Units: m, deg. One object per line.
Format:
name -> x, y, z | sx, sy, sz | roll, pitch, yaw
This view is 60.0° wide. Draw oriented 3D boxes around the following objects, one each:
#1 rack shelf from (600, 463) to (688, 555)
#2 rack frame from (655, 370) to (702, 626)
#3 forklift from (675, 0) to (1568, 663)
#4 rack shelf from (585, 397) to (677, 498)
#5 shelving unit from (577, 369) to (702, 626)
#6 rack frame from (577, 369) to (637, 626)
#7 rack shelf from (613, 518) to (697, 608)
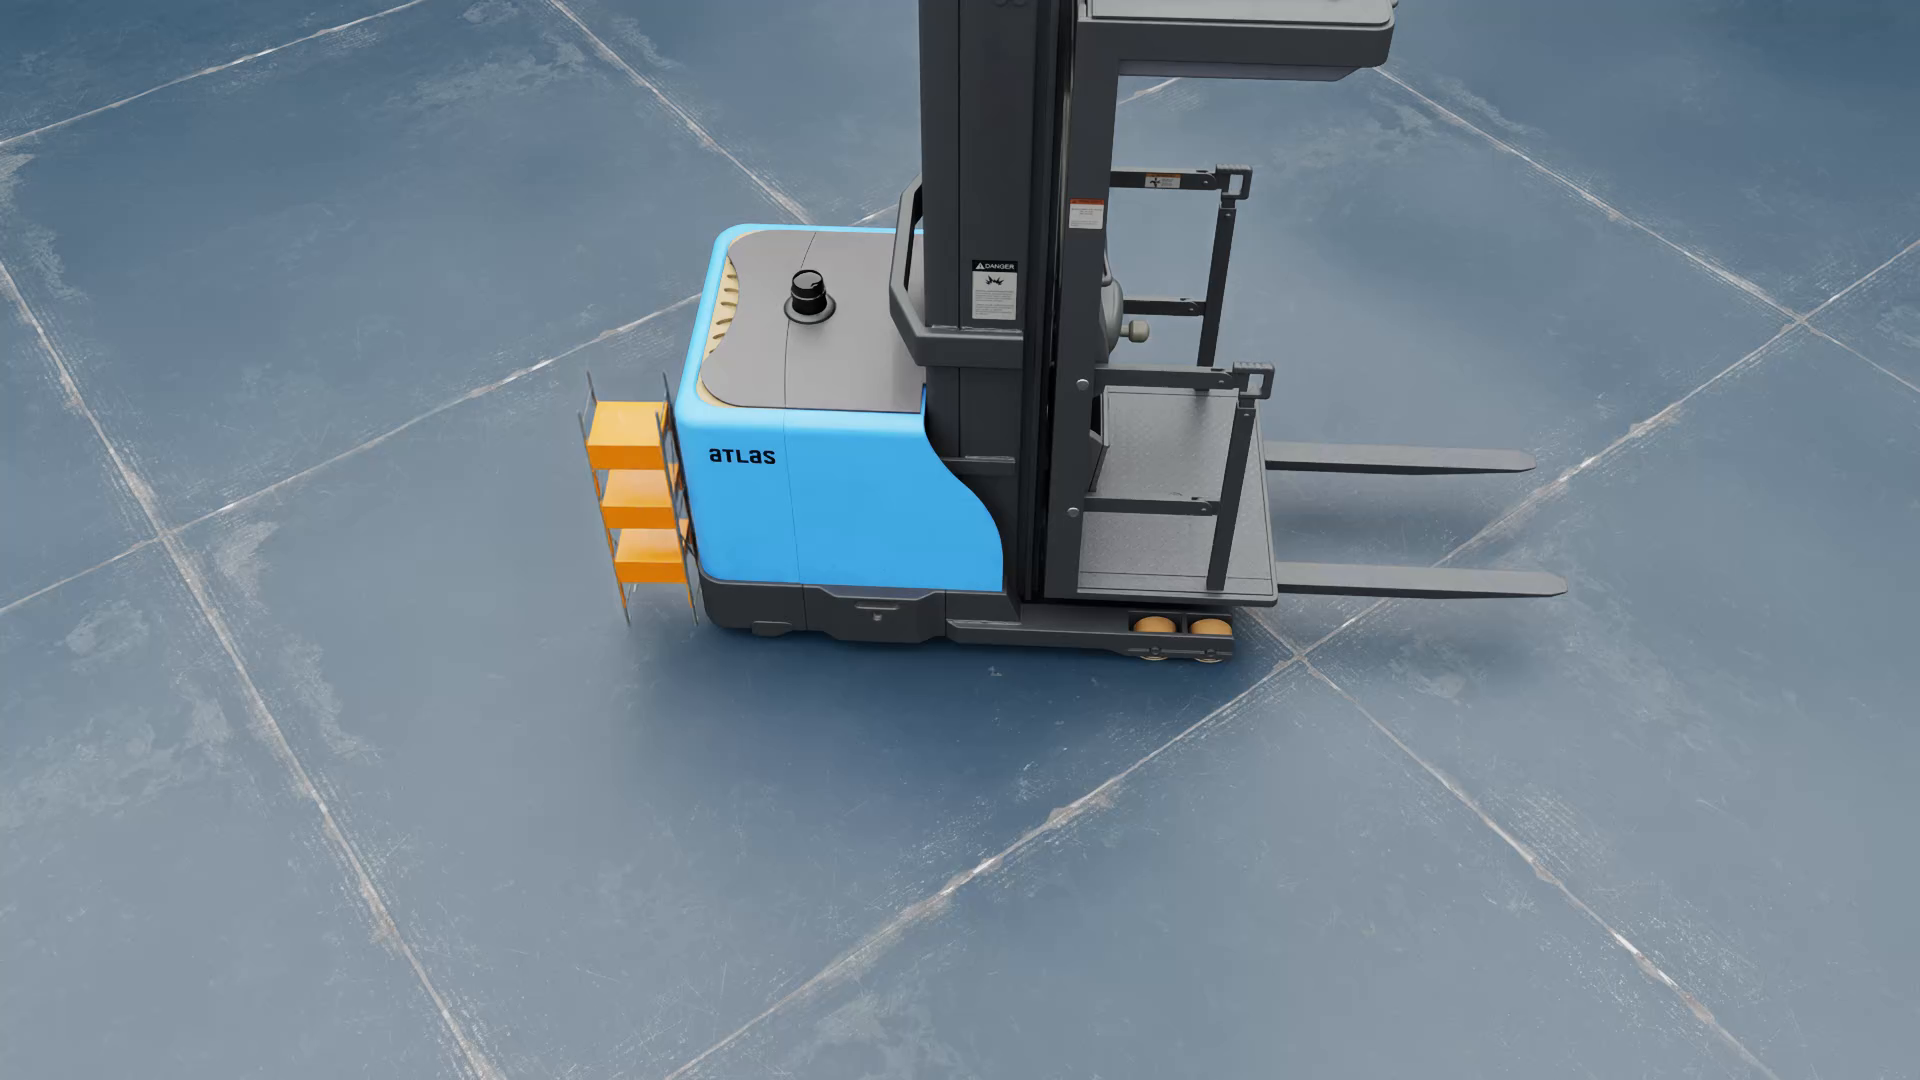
rack shelf -> -1.069, -0.111, 5.656 | 0.240, 0.259, 0.215 | 1, 48, 1
rack frame -> -0.947, -0.117, 5.647 | 0.008, 1.050, 0.200 | 1, 48, 1
forklift -> 0.623, -0.960, 5.142 | 3.031, 2.935, 1.130 | 2, 48, 2
rack shelf -> -1.070, -0.302, 5.446 | 0.240, 0.259, 0.215 | 1, 48, 1
shelving unit -> -1.069, -0.118, 5.648 | 0.252, 1.050, 0.215 | 1, 48, 1
rack frame -> -1.191, -0.120, 5.650 | 0.008, 1.050, 0.200 | 1, 48, 1
rack shelf -> -1.069, 0.075, 5.862 | 0.240, 0.259, 0.215 | 1, 48, 1
